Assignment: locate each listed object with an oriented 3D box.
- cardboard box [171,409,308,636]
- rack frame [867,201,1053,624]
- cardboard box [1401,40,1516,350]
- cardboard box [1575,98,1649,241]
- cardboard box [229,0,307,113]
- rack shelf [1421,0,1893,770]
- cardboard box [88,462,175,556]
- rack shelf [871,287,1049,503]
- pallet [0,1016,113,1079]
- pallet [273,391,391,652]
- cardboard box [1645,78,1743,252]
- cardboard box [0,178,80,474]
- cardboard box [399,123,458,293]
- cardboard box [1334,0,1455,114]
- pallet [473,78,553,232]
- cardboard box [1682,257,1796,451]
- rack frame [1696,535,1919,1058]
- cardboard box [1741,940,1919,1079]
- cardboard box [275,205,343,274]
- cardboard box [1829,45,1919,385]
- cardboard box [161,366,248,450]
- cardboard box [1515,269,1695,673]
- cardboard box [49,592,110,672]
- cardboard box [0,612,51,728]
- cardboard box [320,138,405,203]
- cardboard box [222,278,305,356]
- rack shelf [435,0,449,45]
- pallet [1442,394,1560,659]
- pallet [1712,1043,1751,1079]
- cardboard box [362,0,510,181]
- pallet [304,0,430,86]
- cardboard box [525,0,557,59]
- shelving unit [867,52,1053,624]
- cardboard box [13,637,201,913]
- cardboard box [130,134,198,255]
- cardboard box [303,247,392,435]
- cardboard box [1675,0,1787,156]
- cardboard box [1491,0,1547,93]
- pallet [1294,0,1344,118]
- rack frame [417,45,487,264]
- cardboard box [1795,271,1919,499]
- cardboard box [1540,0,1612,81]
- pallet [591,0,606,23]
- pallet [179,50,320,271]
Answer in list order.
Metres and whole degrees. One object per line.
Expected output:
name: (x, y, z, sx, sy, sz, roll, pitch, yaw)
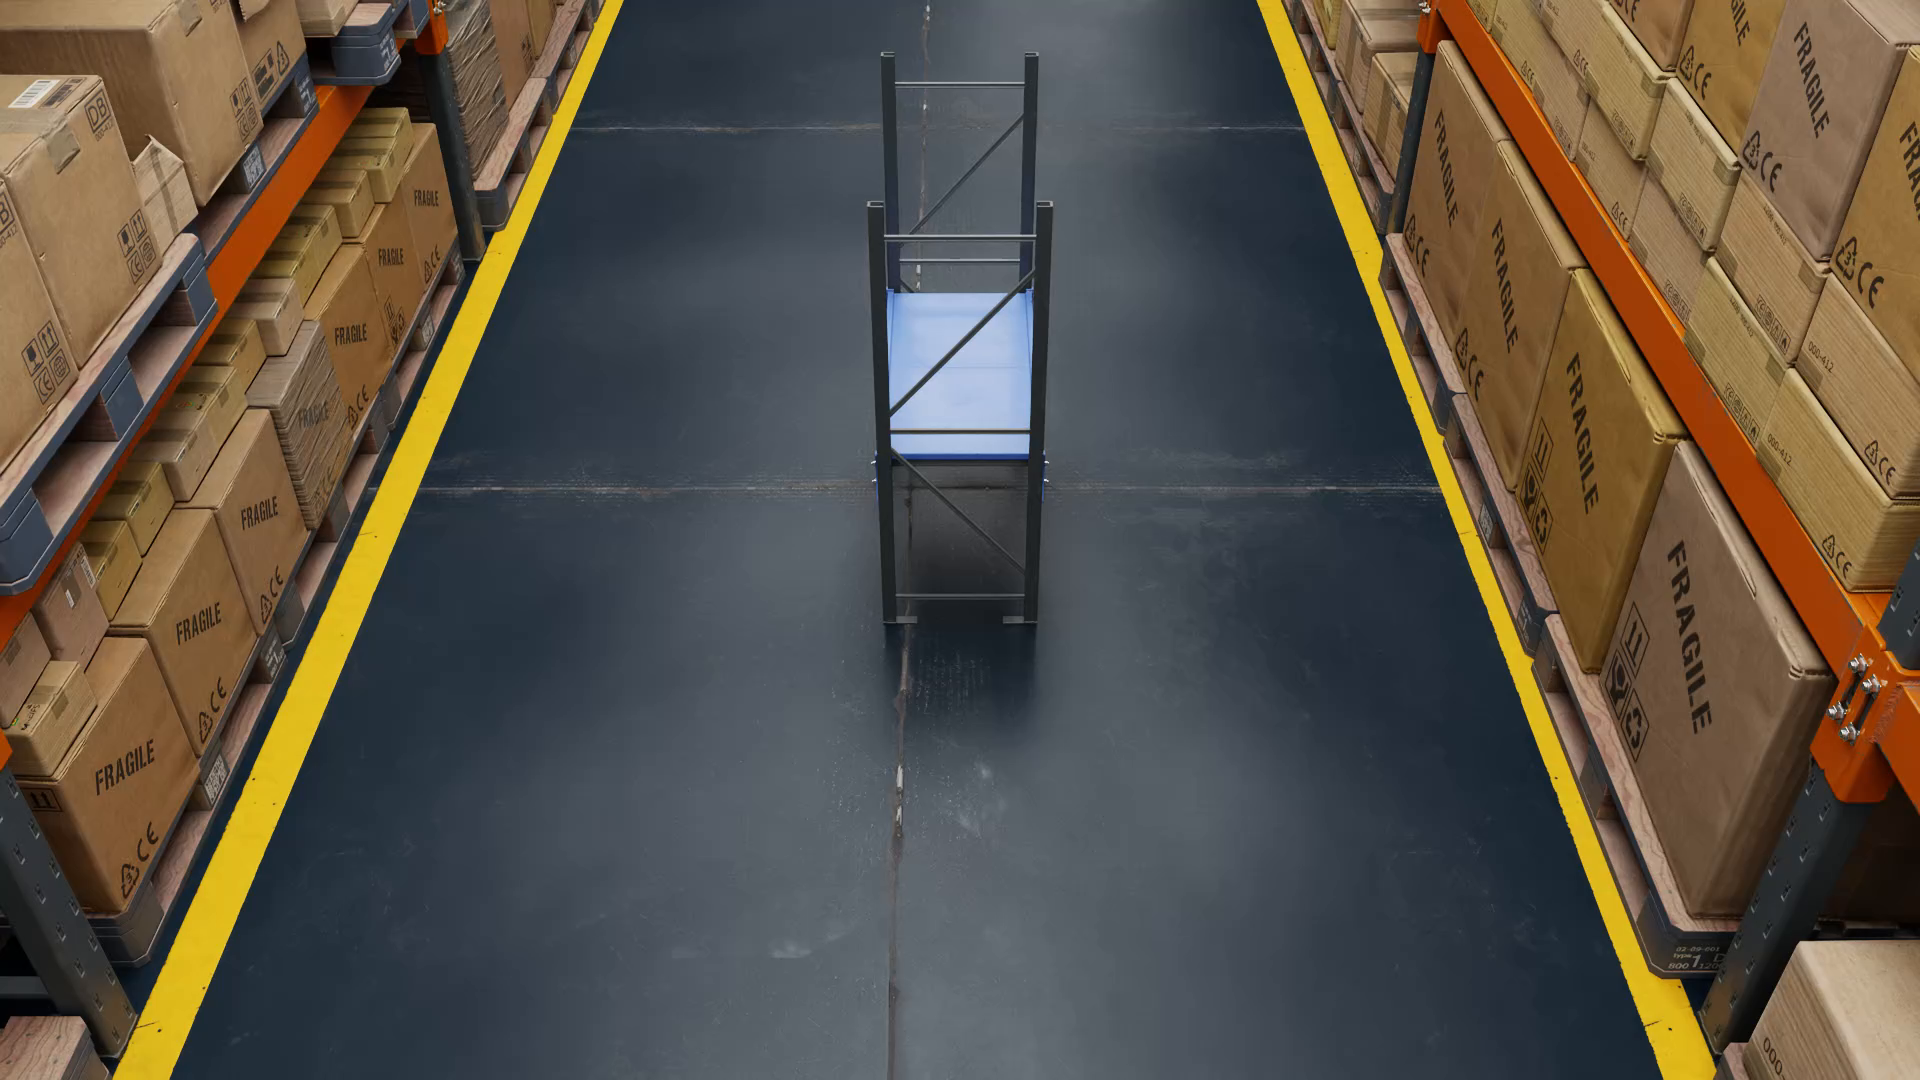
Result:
cardboard box: (-2.369, -0.051, 5.078, 0.500, 0.500, 0.500, -1, 39, -1)
rack frame: (0.000, -0.321, 4.951, 0.500, 1.500, 0.032, 0, 39, 0)
cardboard box: (2.290, -1.324, 6.367, 0.875, 0.875, 0.875, 0, 39, 0)
cardboard box: (2.138, -1.099, 4.843, 0.500, 0.250, 0.500, 0, 39, 0)
cardboard box: (-2.405, -1.599, 4.929, 0.797, 0.503, 0.637, -1, 39, -1)
rack shelf: (2.374, -0.890, 5.038, 1.077, 0.370, 4.000, 0, 39, 0)
cardboard box: (-2.425, -0.085, 4.602, 0.380, 0.149, 0.250, -1, 39, -1)
rack shelf: (0.000, -0.498, 5.460, 0.538, 0.185, 1.000, 0, 39, 0)
pallet: (-2.587, 1.603, 3.581, 1.003, 0.211, 1.213, 0, 39, 0)
pallet: (-2.630, -0.100, 5.706, 1.003, 0.211, 1.213, 0, 39, 0)
cardboard box: (2.118, -0.969, 4.280, 0.500, 0.250, 0.500, 1, 39, 1)
cardboard box: (-2.364, -0.420, 3.460, 0.700, 0.500, 0.500, 1, 39, 1)
cardboard box: (-2.376, -1.340, 6.686, 0.500, 0.500, 0.500, 1, 39, 1)
cardboard box: (2.372, -2.375, 8.080, 0.950, 0.372, 0.625, -1, 39, -1)
pallet: (-2.554, -1.842, 7.880, 1.003, 0.211, 1.213, 0, 39, 0)
cardboard box: (2.124, -0.461, 4.046, 0.500, 0.250, 0.500, -1, 39, -1)
rack frame: (2.377, 0.080, 3.252, 1.000, 3.000, 0.127, 0, 39, 0)
cardboard box: (2.270, 1.308, 3.432, 0.875, 0.438, 0.875, -1, 39, -1)
cardboard box: (-2.396, -1.048, 5.804, 0.380, 0.149, 0.250, 1, 39, 1)
cardboard box: (2.125, -0.629, 3.256, 0.500, 0.500, 0.500, 1, 39, 1)
cardboard box: (-2.386, -0.397, 4.991, 0.380, 0.149, 0.250, 1, 39, 2)
cardboard box: (2.287, -0.208, 4.974, 0.875, 0.875, 0.875, 1, 39, 1)
cardboard box: (-2.399, 0.246, 4.188, 0.380, 0.149, 0.250, -1, 39, -1)
cardboard box: (-2.382, 0.304, 3.879, 0.380, 0.149, 0.250, -1, 39, -1)
cardboard box: (-2.307, -1.378, 6.215, 0.380, 0.149, 0.250, -2, 39, -2)
cardboard box: (-2.364, -0.719, 5.393, 0.380, 0.149, 0.250, -2, 39, -2)
rack shelf: (-2.594, -3.386, 8.152, 1.077, 0.370, 4.000, 0, 39, 0)
pallet: (2.296, -0.079, 5.680, 1.003, 0.211, 1.213, 0, 39, 0)
pallet: (2.299, 1.643, 3.530, 1.003, 0.211, 1.213, 0, 39, 0)
cardboard box: (-2.579, -2.043, 7.464, 0.875, 0.625, 0.625, 1, 39, 1)
pallet: (-2.521, -1.917, 5.897, 1.213, 0.211, 1.003, 0, 39, 0)
cardboard box: (-2.588, -2.873, 8.499, 0.875, 0.625, 0.625, -2, 39, -2)
shelving unit: (0.000, -0.639, 5.348, 0.538, 1.500, 1.048, 0, 39, 0)
cardboard box: (-2.363, 0.595, 4.273, 0.500, 0.500, 0.500, 2, 39, 2)
cardboard box: (-2.205, -0.895, 4.240, 0.396, 0.266, 0.258, 2, 39, 2)
cardboard box: (-2.383, -0.700, 5.888, 0.500, 0.500, 0.500, 2, 39, 2)
cardboard box: (2.136, -1.269, 4.056, 0.500, 0.500, 0.500, 1, 39, 1)
cardboard box: (2.139, -1.736, 5.637, 0.500, 0.250, 0.500, -1, 39, -1)
pallet: (2.374, -2.583, 8.805, 1.003, 0.211, 1.213, 0, 39, 0)
rack frame: (-2.592, -2.416, 6.366, 1.000, 3.000, 0.127, 0, 39, 0)
cardboard box: (2.133, -0.332, 3.486, 0.500, 0.250, 0.500, 0, 39, 0)
cardboard box: (2.113, -1.606, 5.076, 0.500, 0.250, 0.500, 0, 39, 0)
pallet: (-2.557, -3.368, 9.784, 1.003, 0.211, 1.213, 0, 39, 0)
pallet: (-2.585, -1.125, 4.908, 1.003, 0.211, 1.213, 0, 39, 0)
